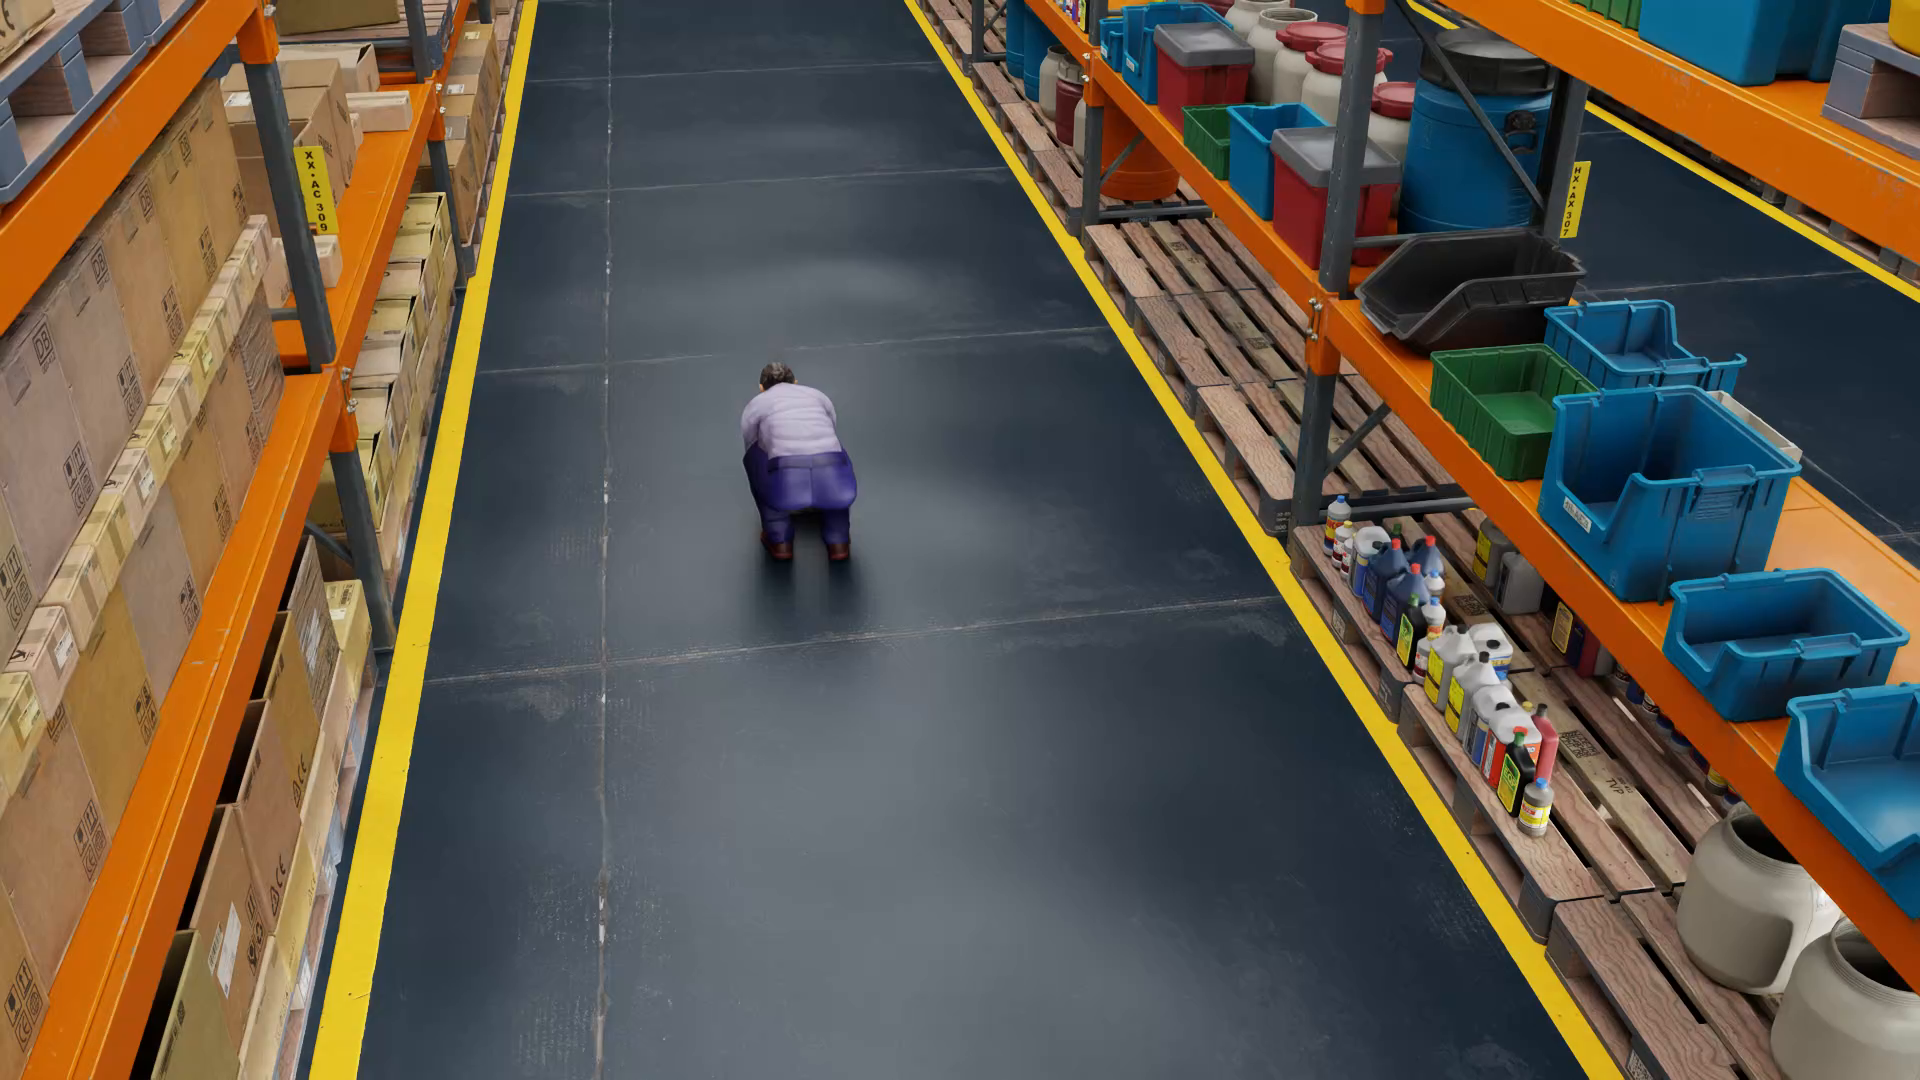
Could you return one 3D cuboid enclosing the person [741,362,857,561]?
[{"bbox_3d":[-0.736,-0.331,7.625,0.500,0.777,0.869,-6,31,-10],"label":"person"}]
